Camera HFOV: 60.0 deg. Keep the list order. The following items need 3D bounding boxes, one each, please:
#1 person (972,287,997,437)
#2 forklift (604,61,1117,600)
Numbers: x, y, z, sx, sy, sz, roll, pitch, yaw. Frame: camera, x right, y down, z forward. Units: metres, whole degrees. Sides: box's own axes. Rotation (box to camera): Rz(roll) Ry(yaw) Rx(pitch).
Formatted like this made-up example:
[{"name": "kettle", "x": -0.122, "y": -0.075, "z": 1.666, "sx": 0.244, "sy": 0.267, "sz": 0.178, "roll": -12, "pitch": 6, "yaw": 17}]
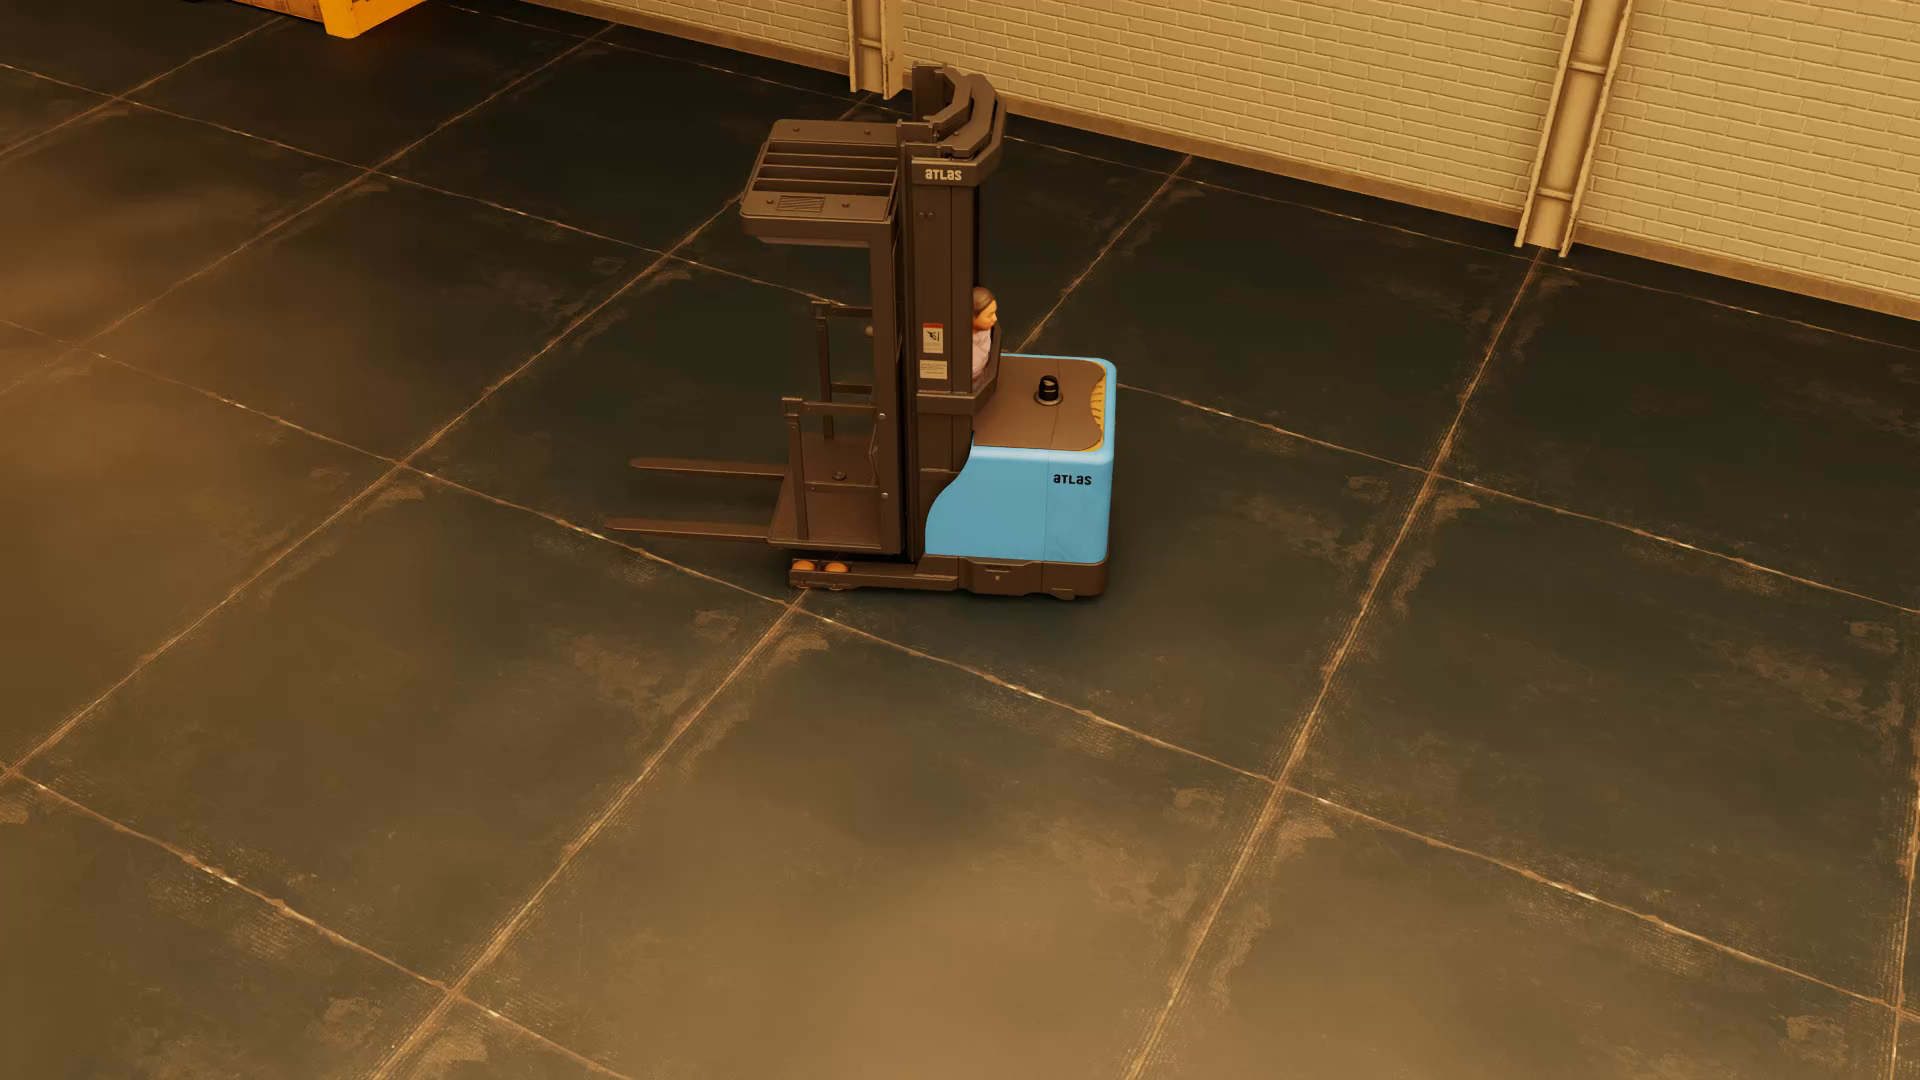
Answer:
[{"name": "person", "x": 0.024, "y": -0.745, "z": 9.618, "sx": 0.370, "sy": 1.649, "sz": 0.549, "roll": 17, "pitch": 43, "yaw": 19}, {"name": "forklift", "x": -0.606, "y": -1.157, "z": 9.360, "sx": 3.031, "sy": 2.935, "sz": 1.130, "roll": 3, "pitch": 40, "yaw": 4}]
